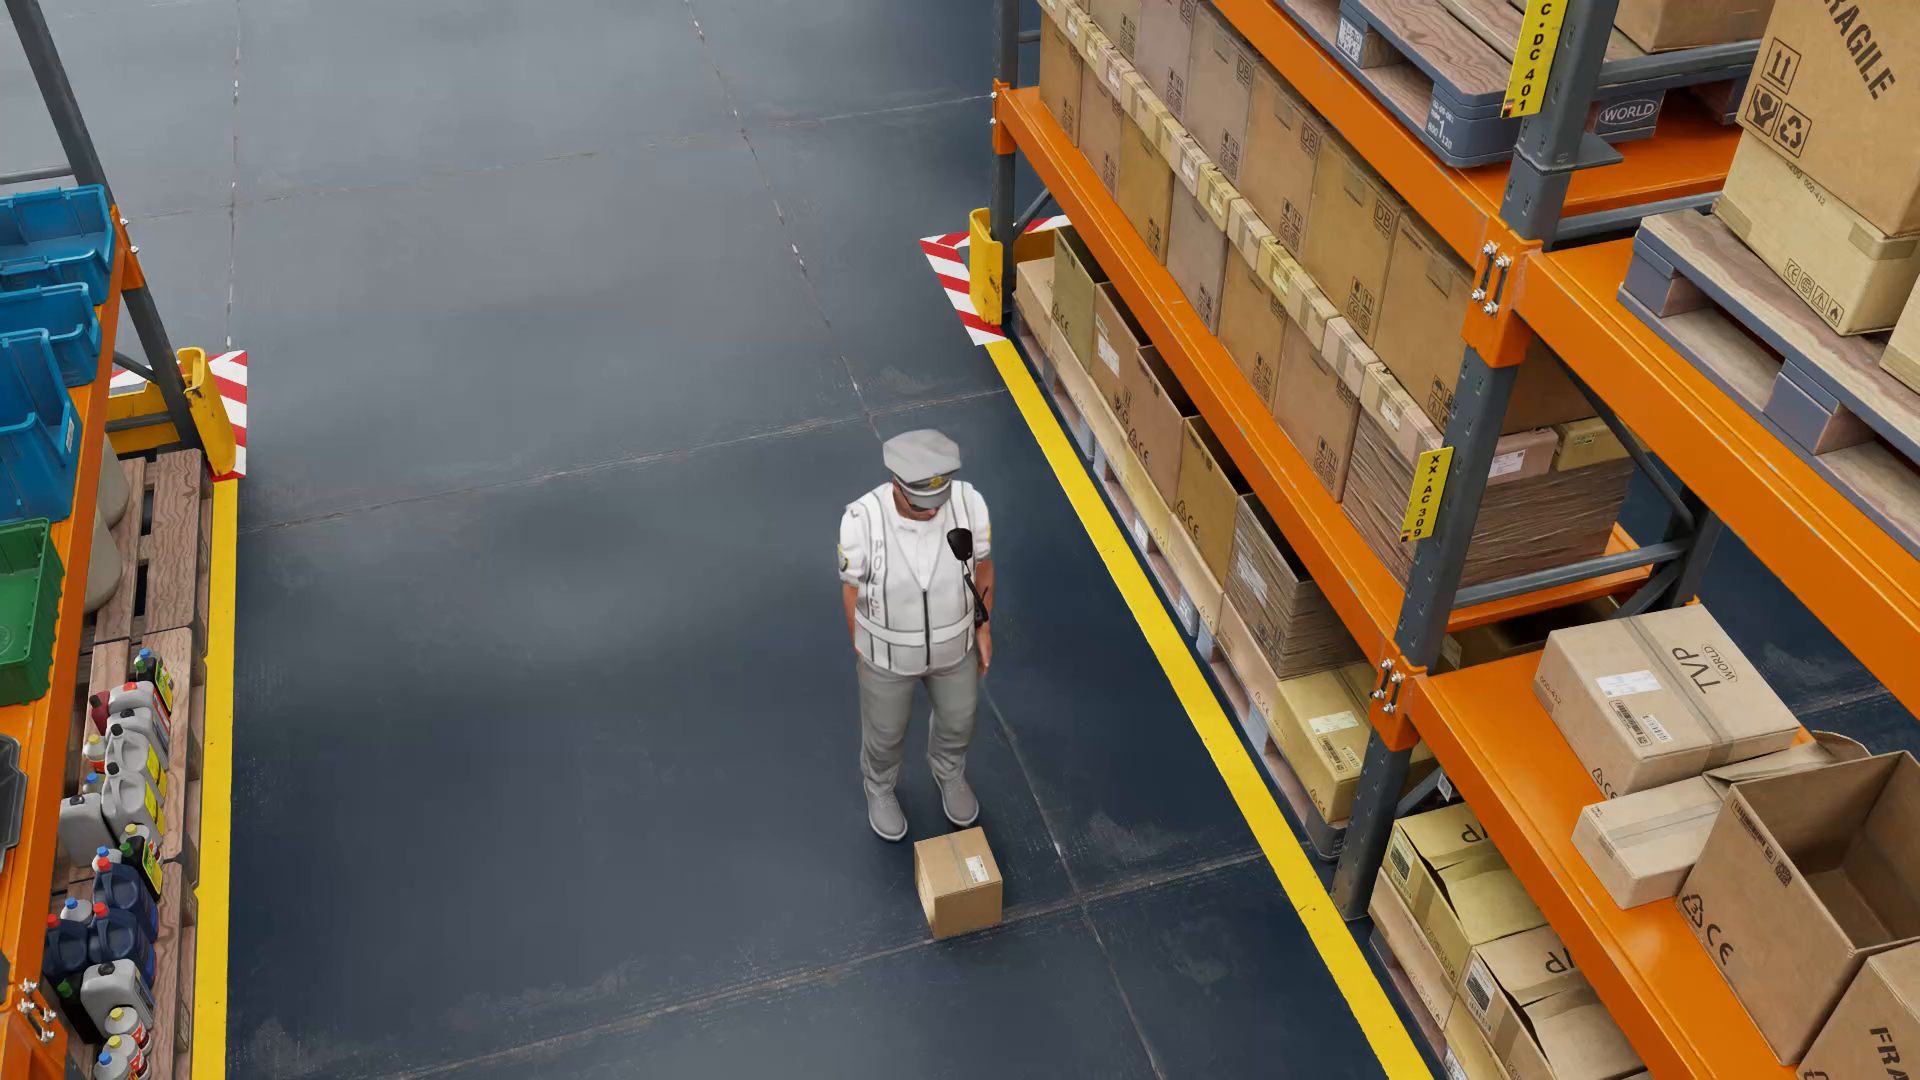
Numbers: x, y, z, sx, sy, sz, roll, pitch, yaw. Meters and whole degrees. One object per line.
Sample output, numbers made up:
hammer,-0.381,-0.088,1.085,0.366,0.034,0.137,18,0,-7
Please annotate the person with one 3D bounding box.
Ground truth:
person,-0.132,0.344,5.786,0.531,1.738,0.391,-11,43,-12
